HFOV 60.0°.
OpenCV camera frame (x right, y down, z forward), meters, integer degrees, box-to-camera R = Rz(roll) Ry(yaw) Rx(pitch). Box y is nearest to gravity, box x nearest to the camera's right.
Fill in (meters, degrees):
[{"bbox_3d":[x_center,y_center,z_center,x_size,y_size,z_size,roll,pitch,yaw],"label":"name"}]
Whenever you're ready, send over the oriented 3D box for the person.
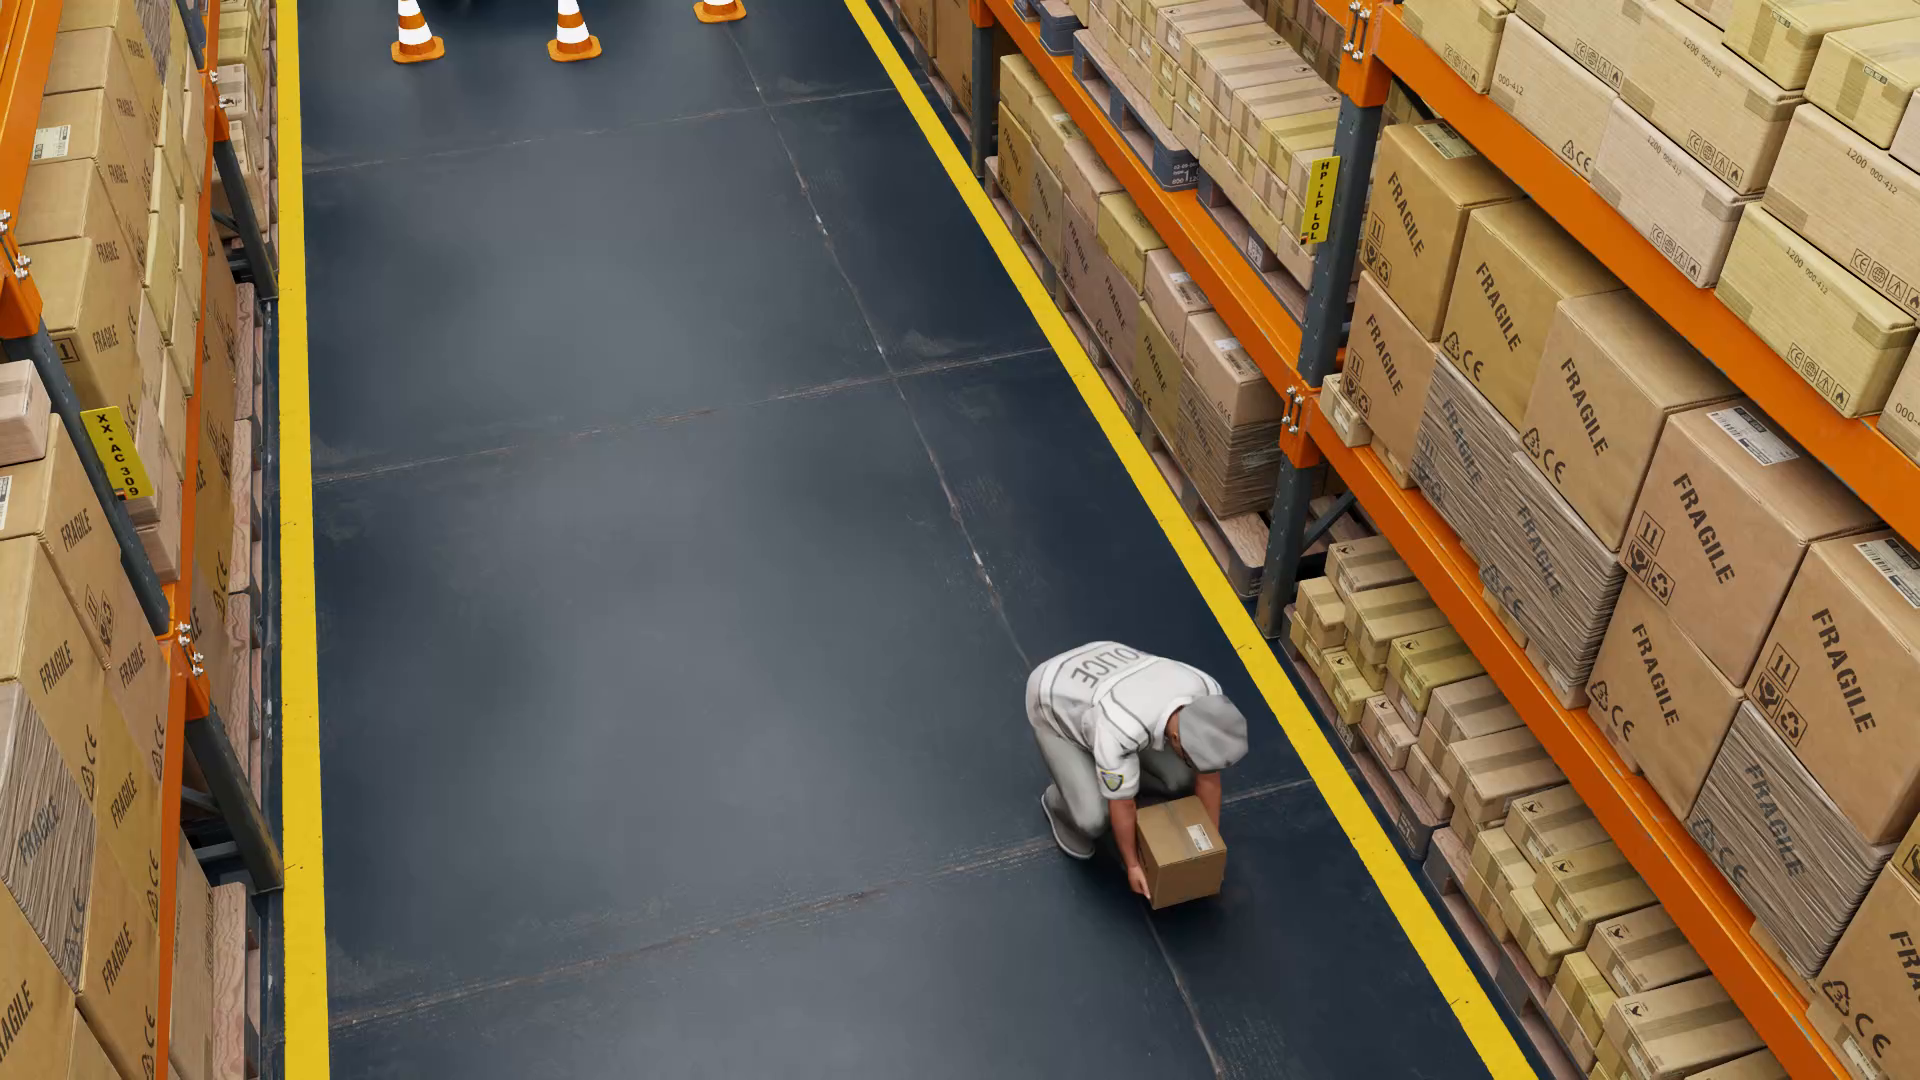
[{"bbox_3d":[0.606,0.748,5.874,0.534,1.030,0.936,-19,45,-20],"label":"person"}]
